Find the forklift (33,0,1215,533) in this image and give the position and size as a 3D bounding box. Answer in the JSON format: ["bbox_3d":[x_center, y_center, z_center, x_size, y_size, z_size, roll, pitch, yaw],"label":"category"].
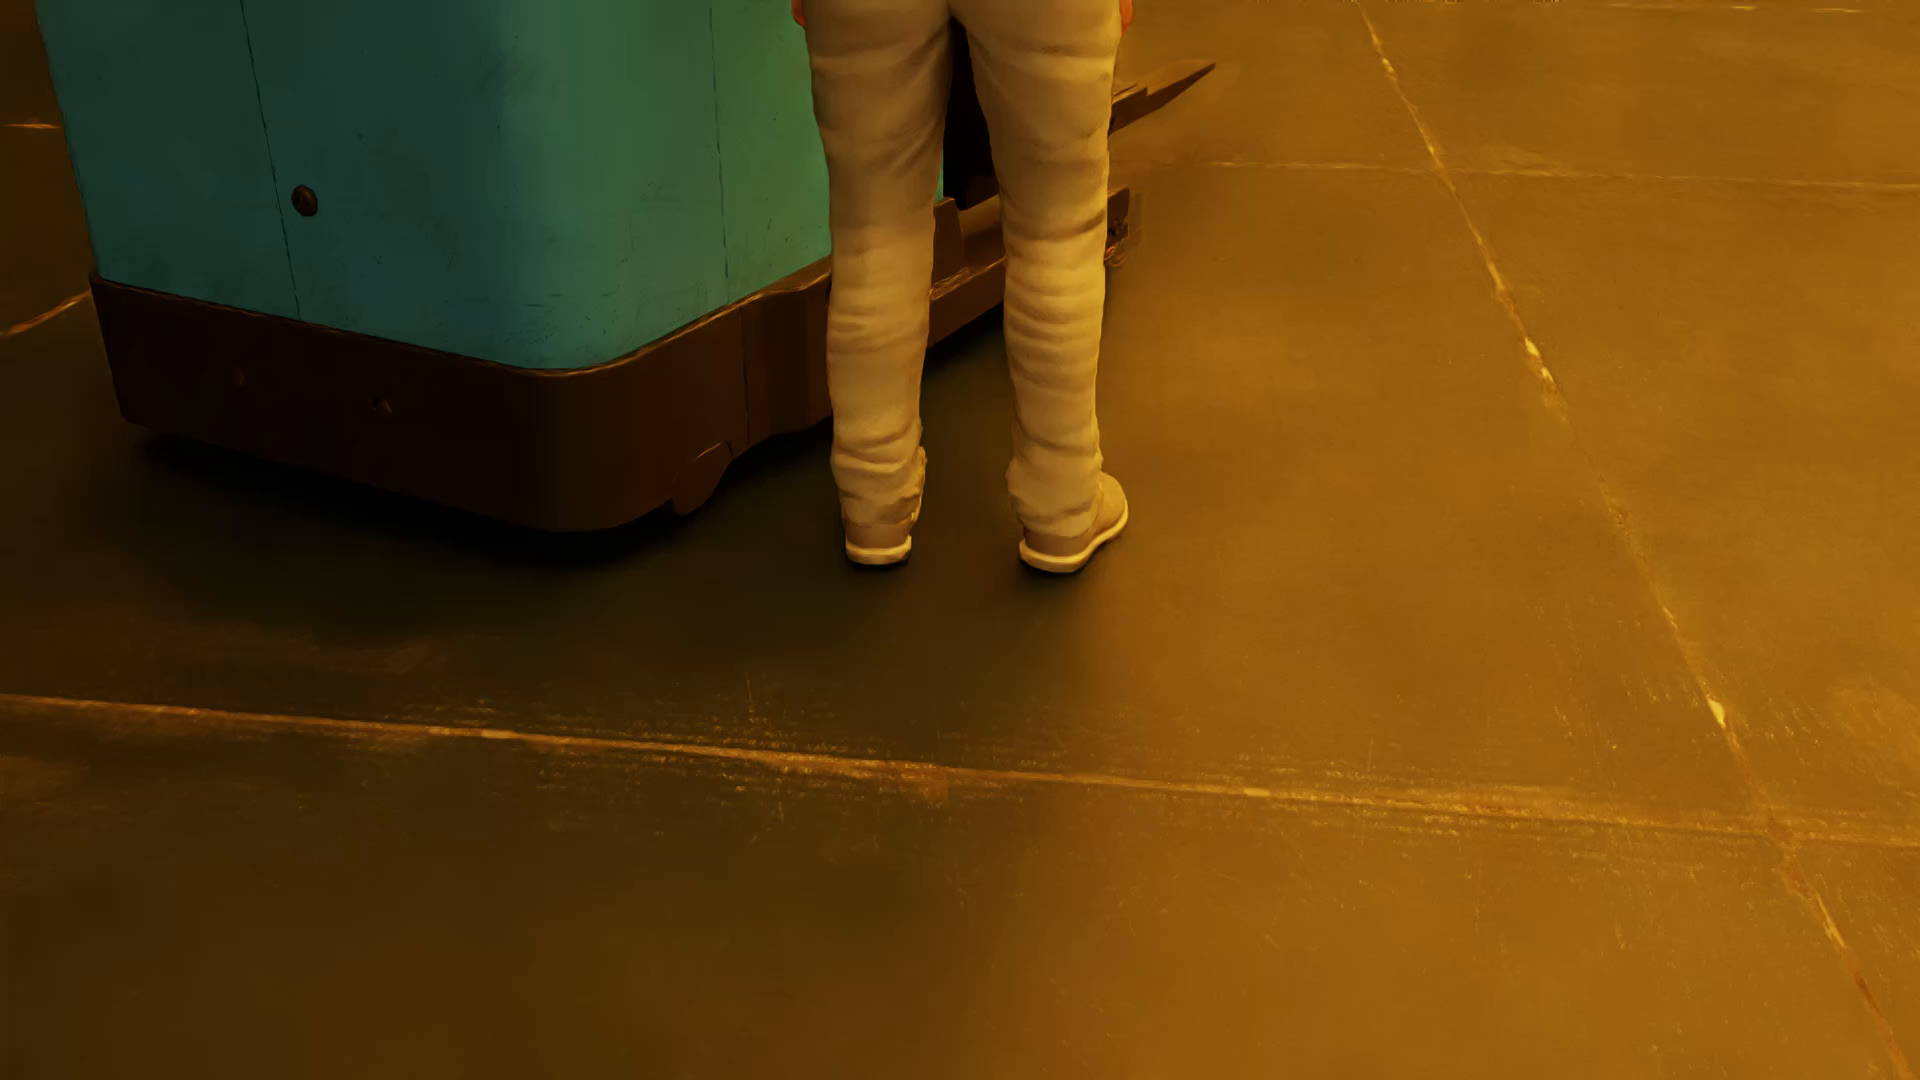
[{"bbox_3d":[-0.272,-1.947,3.120,1.130,2.935,3.031,13,29,24],"label":"forklift"}]

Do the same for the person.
[{"bbox_3d":[0.009,-0.750,2.144,0.482,1.669,0.388,3,27,7],"label":"person"}]
